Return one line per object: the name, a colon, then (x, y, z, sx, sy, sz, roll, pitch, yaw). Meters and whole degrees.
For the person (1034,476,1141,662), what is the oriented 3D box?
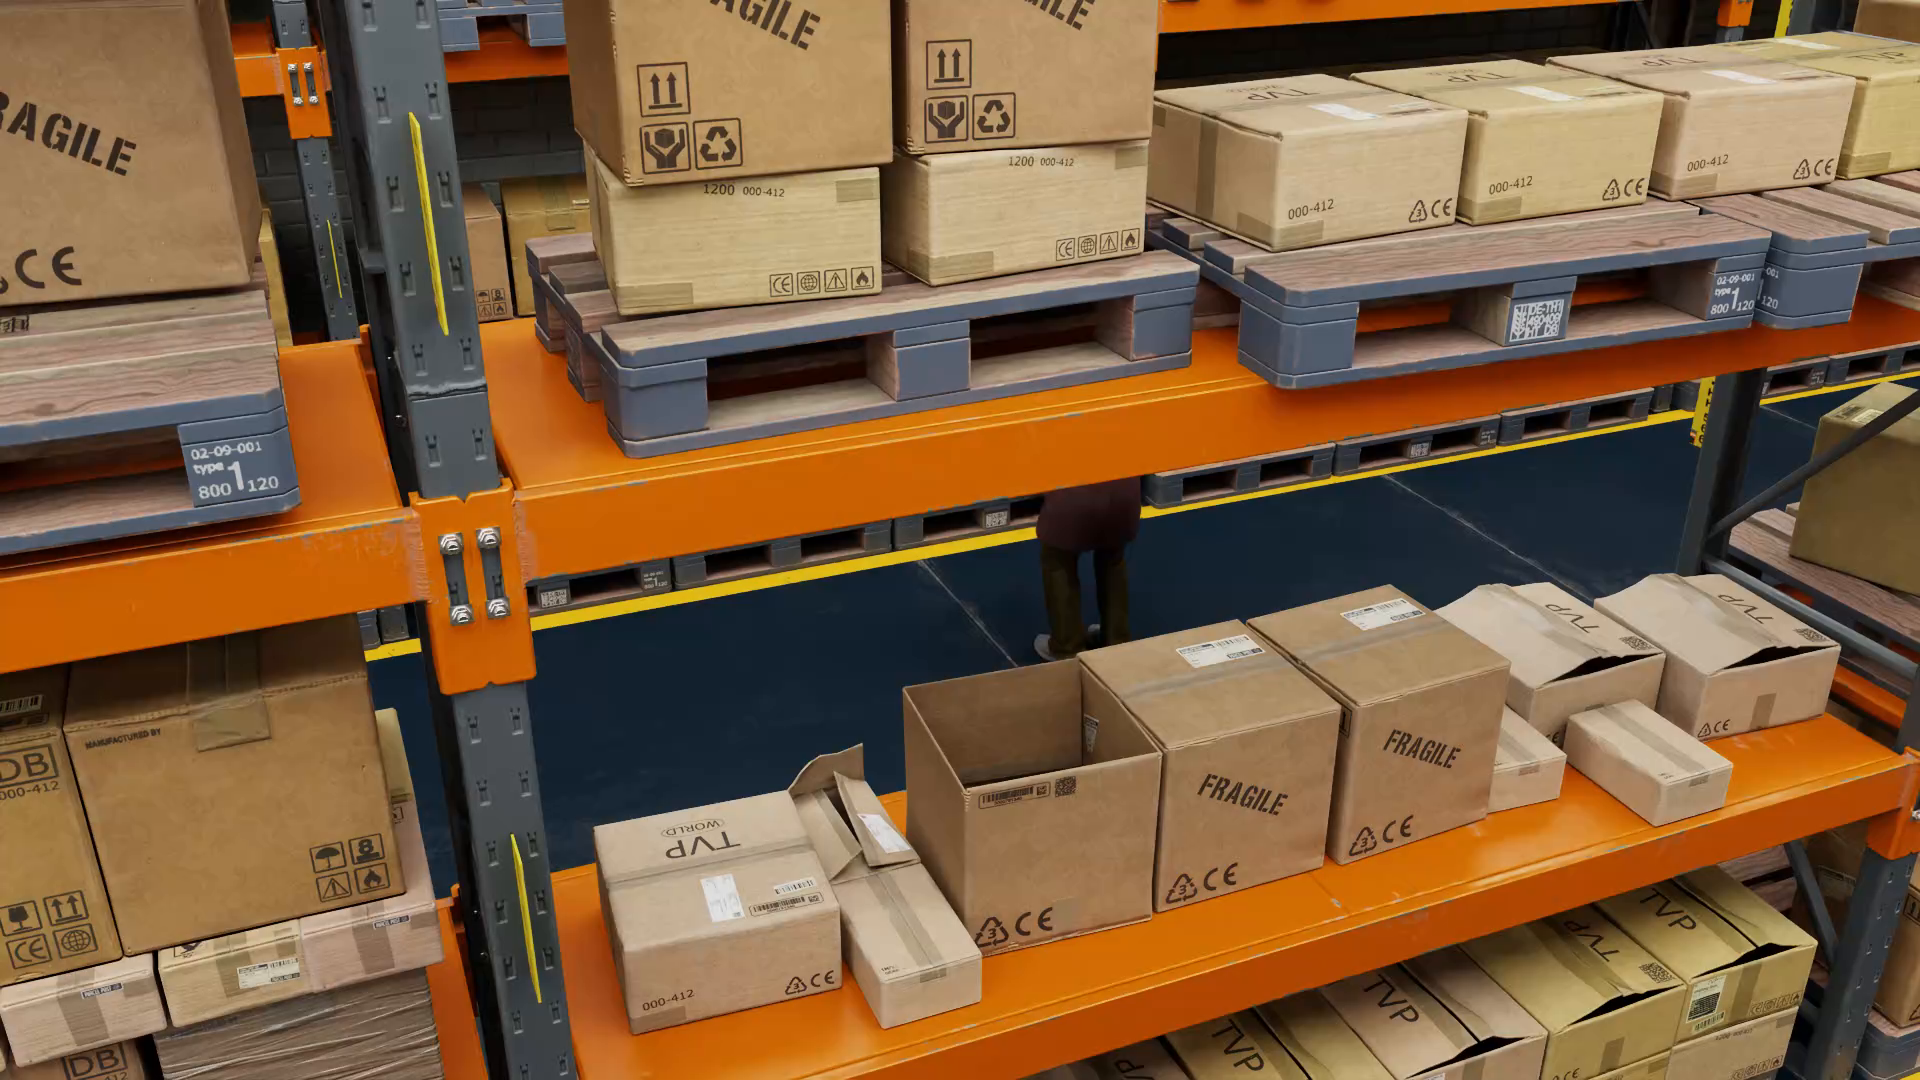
person: (0.561, -0.258, 7.717, 0.537, 1.742, 0.606, -11, 28, -22)
